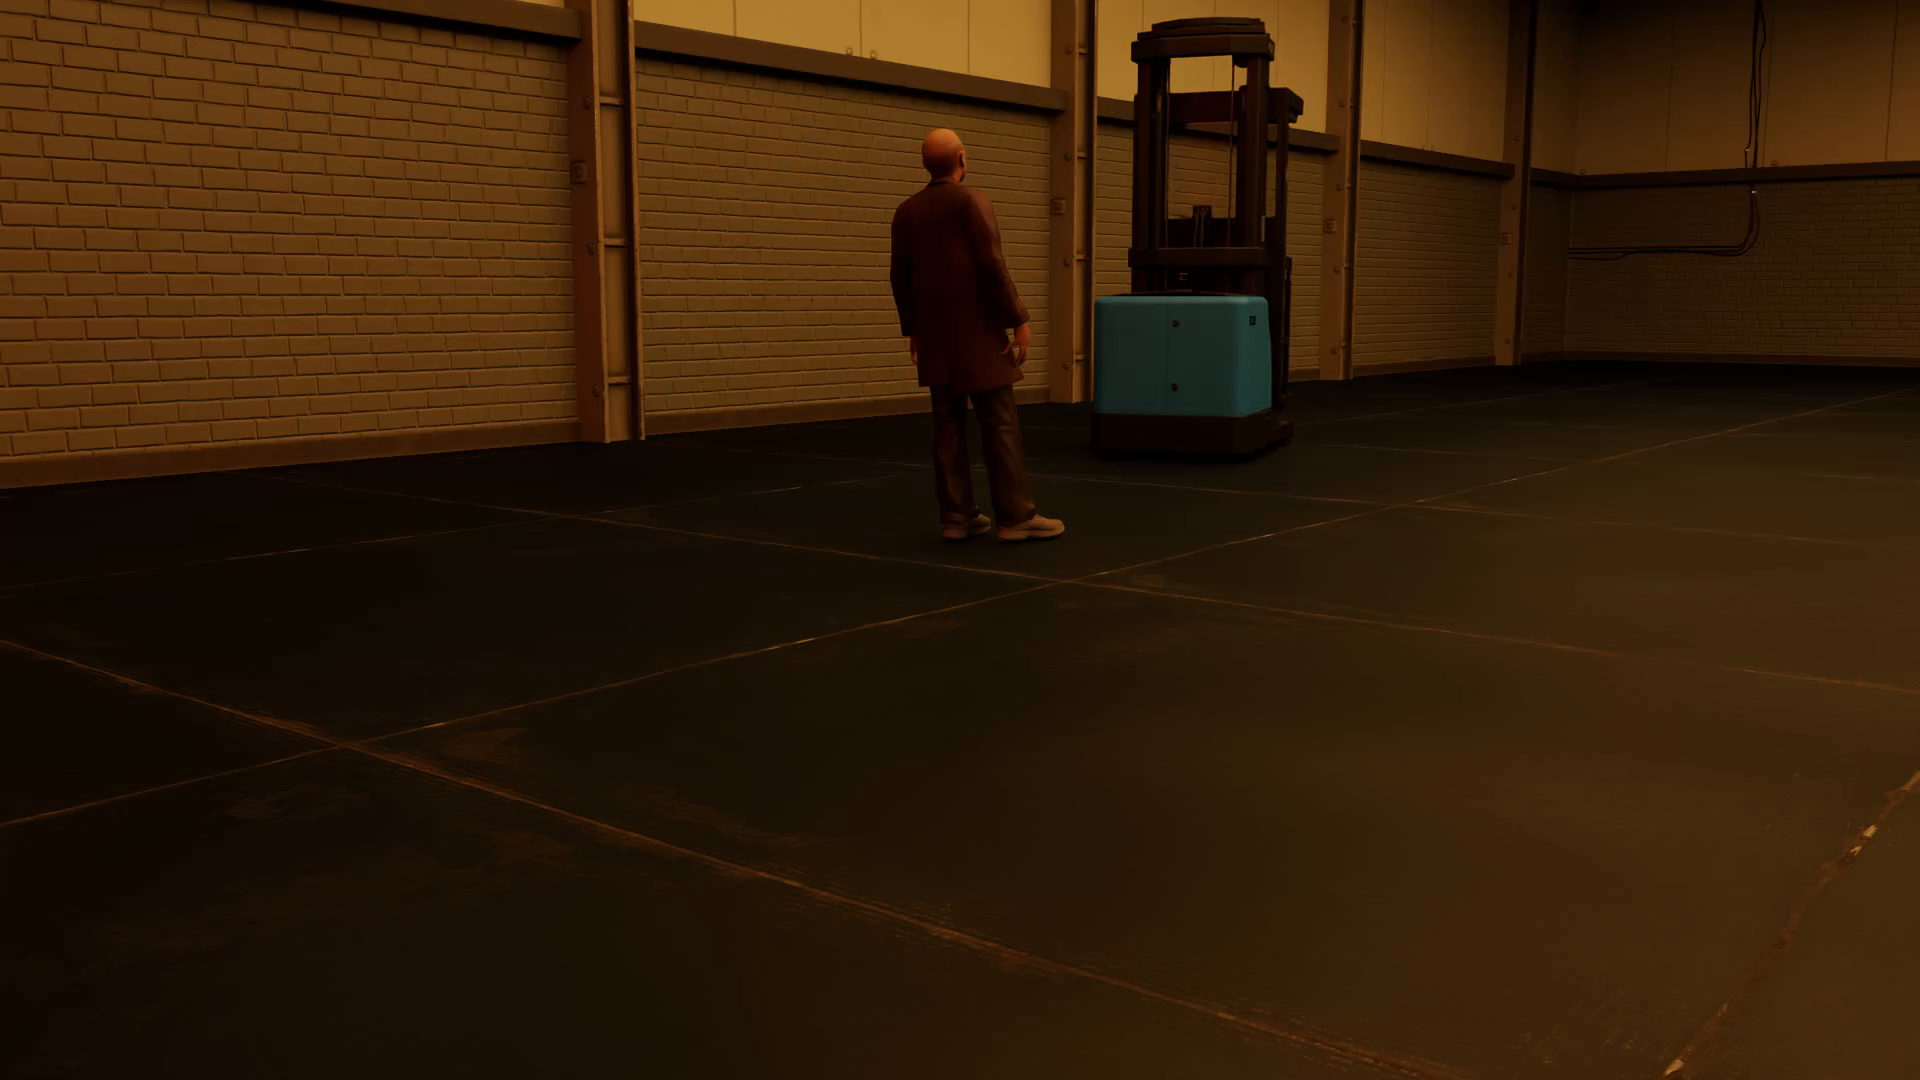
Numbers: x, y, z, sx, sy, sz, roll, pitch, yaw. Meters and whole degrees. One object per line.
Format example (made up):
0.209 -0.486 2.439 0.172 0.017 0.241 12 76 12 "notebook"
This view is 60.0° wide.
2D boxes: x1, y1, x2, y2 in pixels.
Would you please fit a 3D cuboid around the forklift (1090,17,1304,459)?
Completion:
1.845 -2.159 12.032 1.130 2.935 3.031 3 9 20 "forklift"

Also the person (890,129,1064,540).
0.061 -0.896 7.342 0.696 1.775 0.582 7 11 38 "person"
